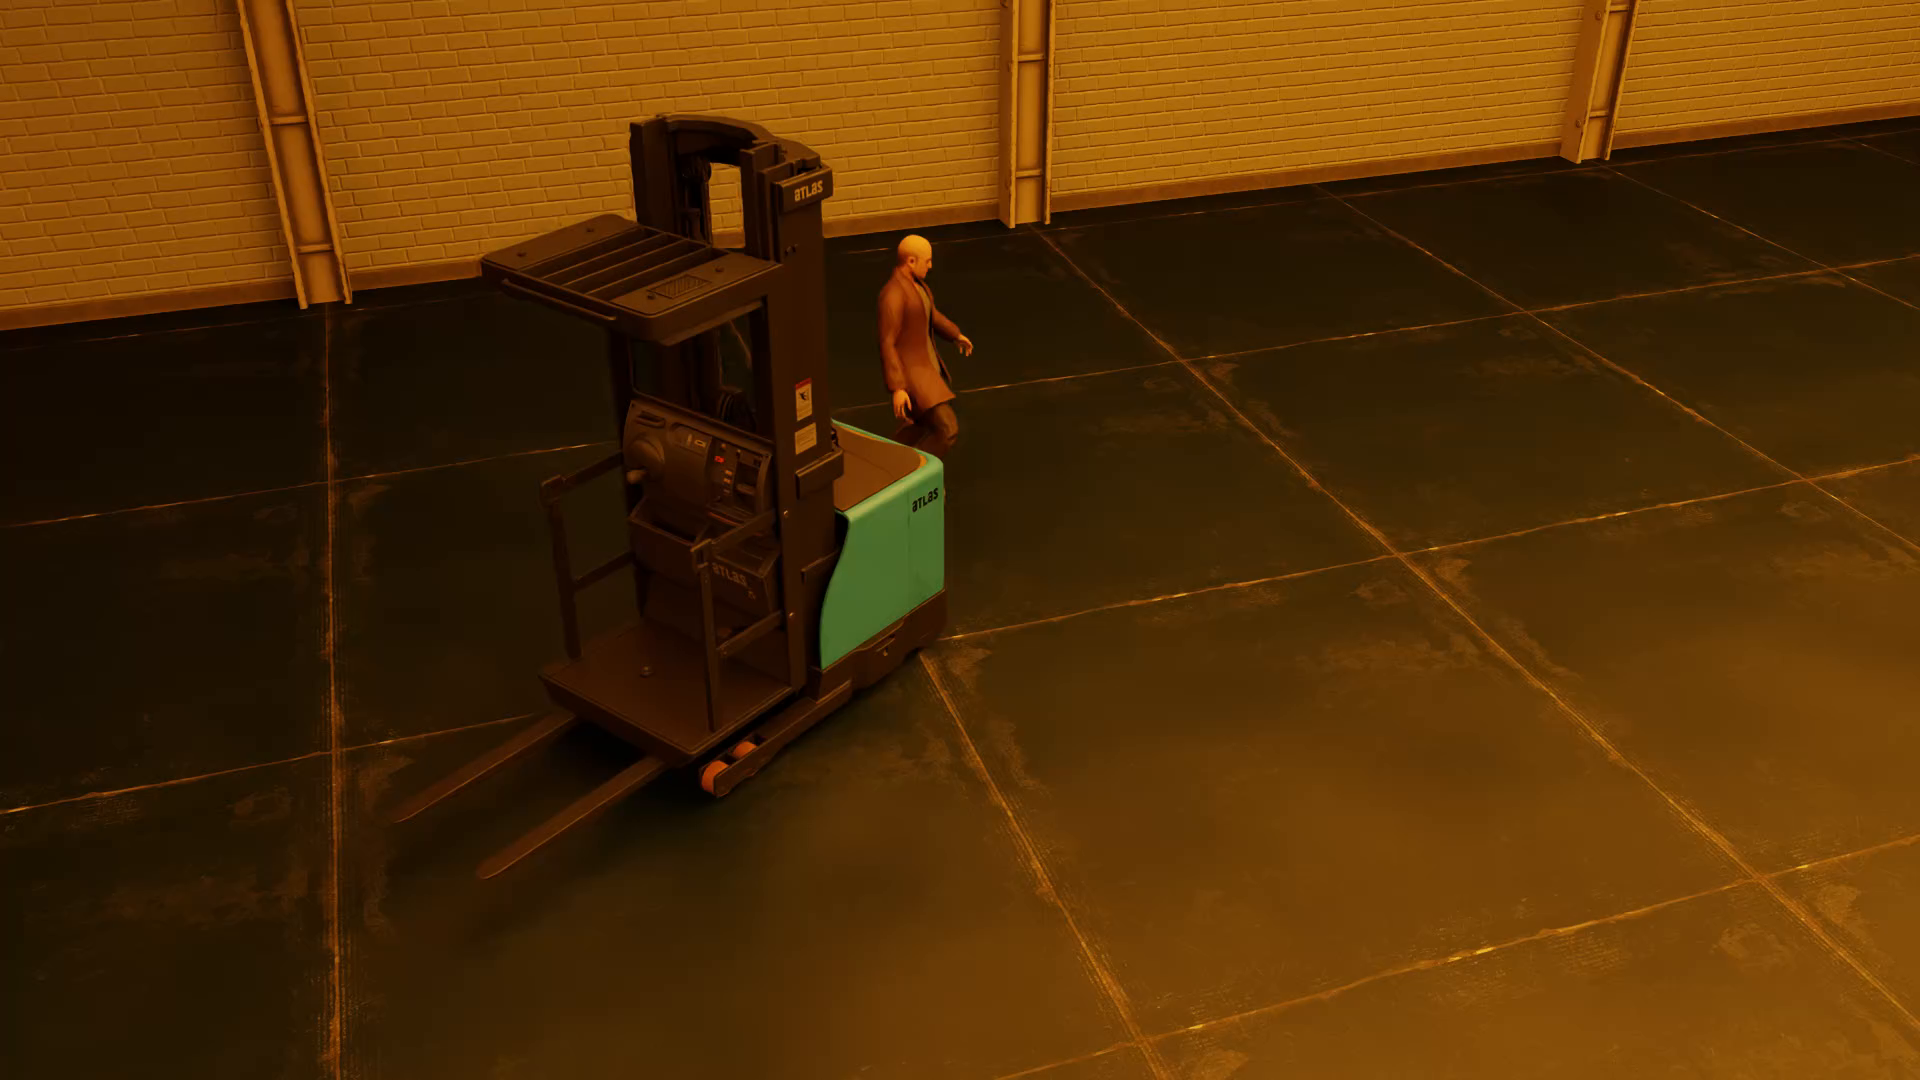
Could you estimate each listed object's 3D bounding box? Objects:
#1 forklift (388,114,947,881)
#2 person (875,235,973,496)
[{"bbox_3d":[-1.367,-0.330,7.661,1.130,2.935,3.031,21,36,32],"label":"forklift"},{"bbox_3d":[-0.260,-1.052,10.275,0.671,1.619,0.990,7,31,13],"label":"person"}]
